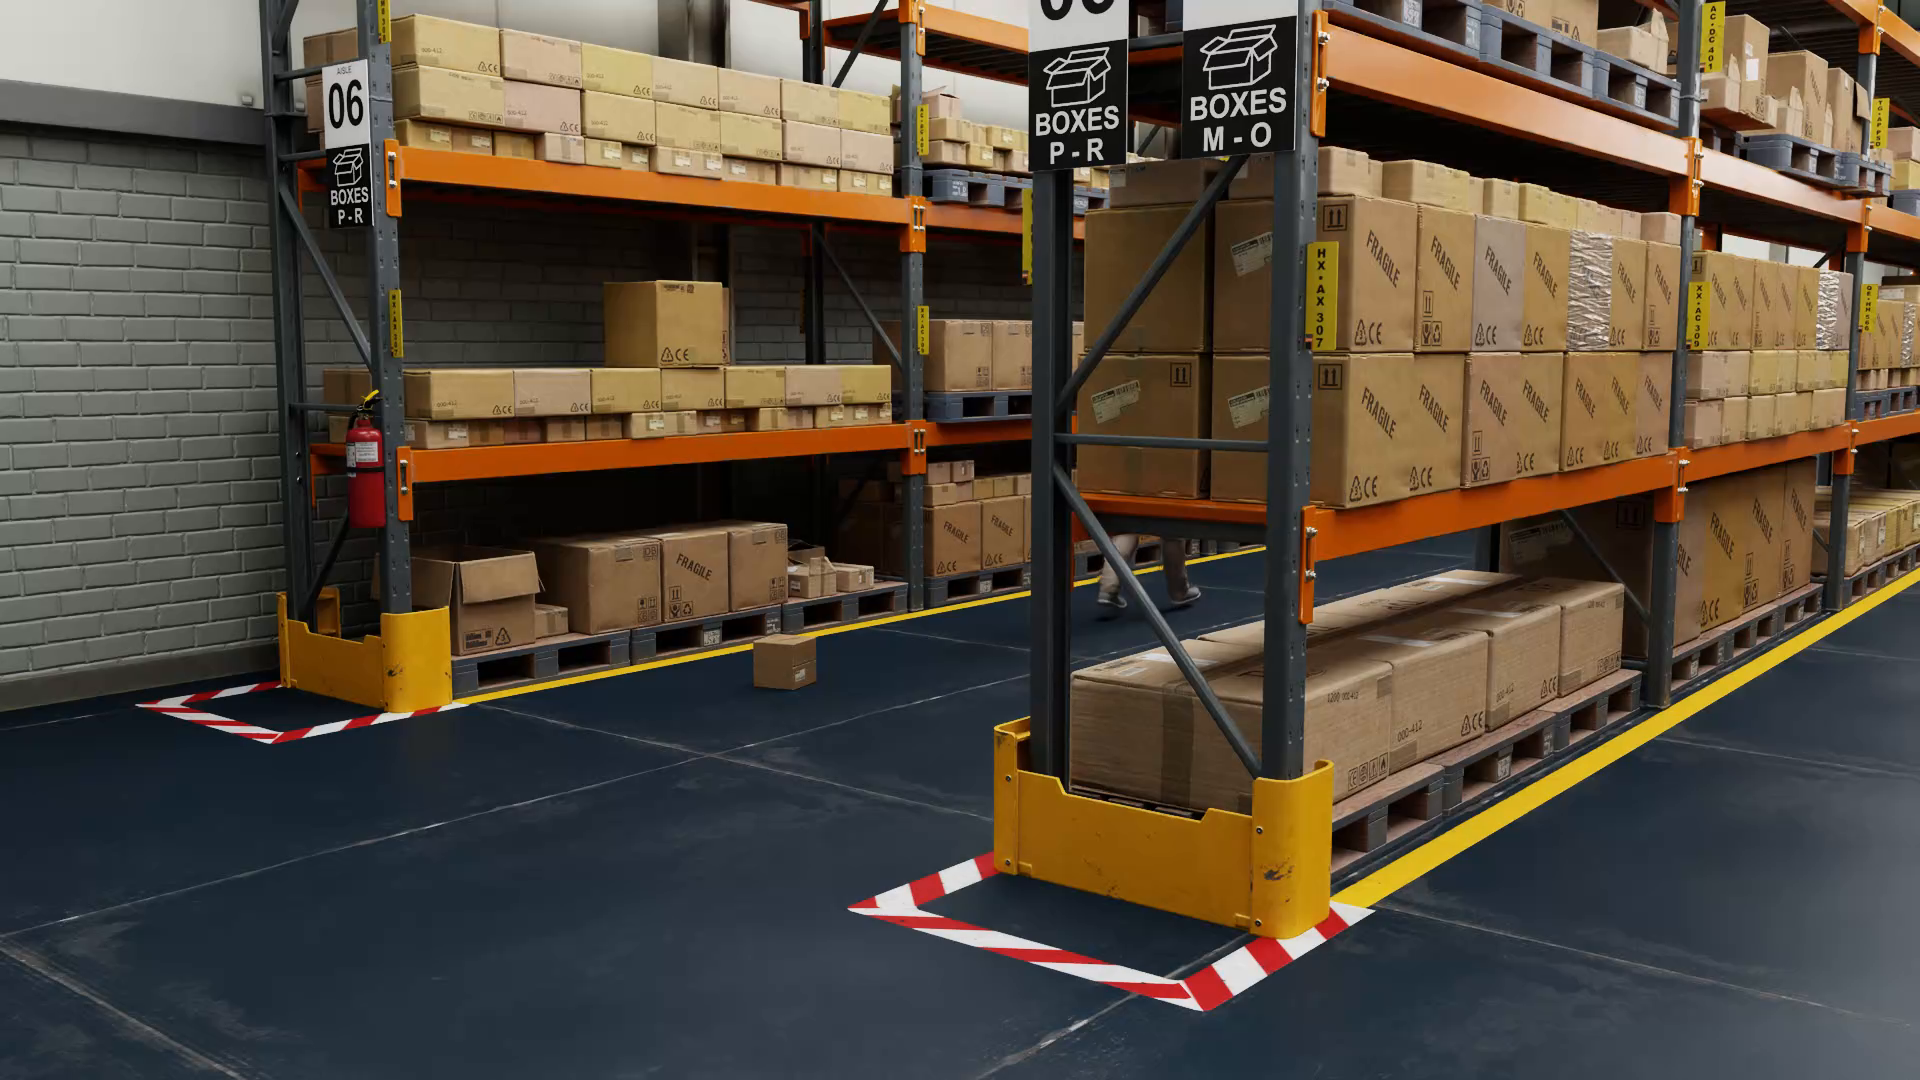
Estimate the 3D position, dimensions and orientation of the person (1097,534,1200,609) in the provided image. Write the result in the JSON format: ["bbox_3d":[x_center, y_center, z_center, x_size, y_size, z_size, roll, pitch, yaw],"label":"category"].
[{"bbox_3d":[1.289,-0.360,11.422,0.536,1.666,1.026,4,8,33],"label":"person"}]
